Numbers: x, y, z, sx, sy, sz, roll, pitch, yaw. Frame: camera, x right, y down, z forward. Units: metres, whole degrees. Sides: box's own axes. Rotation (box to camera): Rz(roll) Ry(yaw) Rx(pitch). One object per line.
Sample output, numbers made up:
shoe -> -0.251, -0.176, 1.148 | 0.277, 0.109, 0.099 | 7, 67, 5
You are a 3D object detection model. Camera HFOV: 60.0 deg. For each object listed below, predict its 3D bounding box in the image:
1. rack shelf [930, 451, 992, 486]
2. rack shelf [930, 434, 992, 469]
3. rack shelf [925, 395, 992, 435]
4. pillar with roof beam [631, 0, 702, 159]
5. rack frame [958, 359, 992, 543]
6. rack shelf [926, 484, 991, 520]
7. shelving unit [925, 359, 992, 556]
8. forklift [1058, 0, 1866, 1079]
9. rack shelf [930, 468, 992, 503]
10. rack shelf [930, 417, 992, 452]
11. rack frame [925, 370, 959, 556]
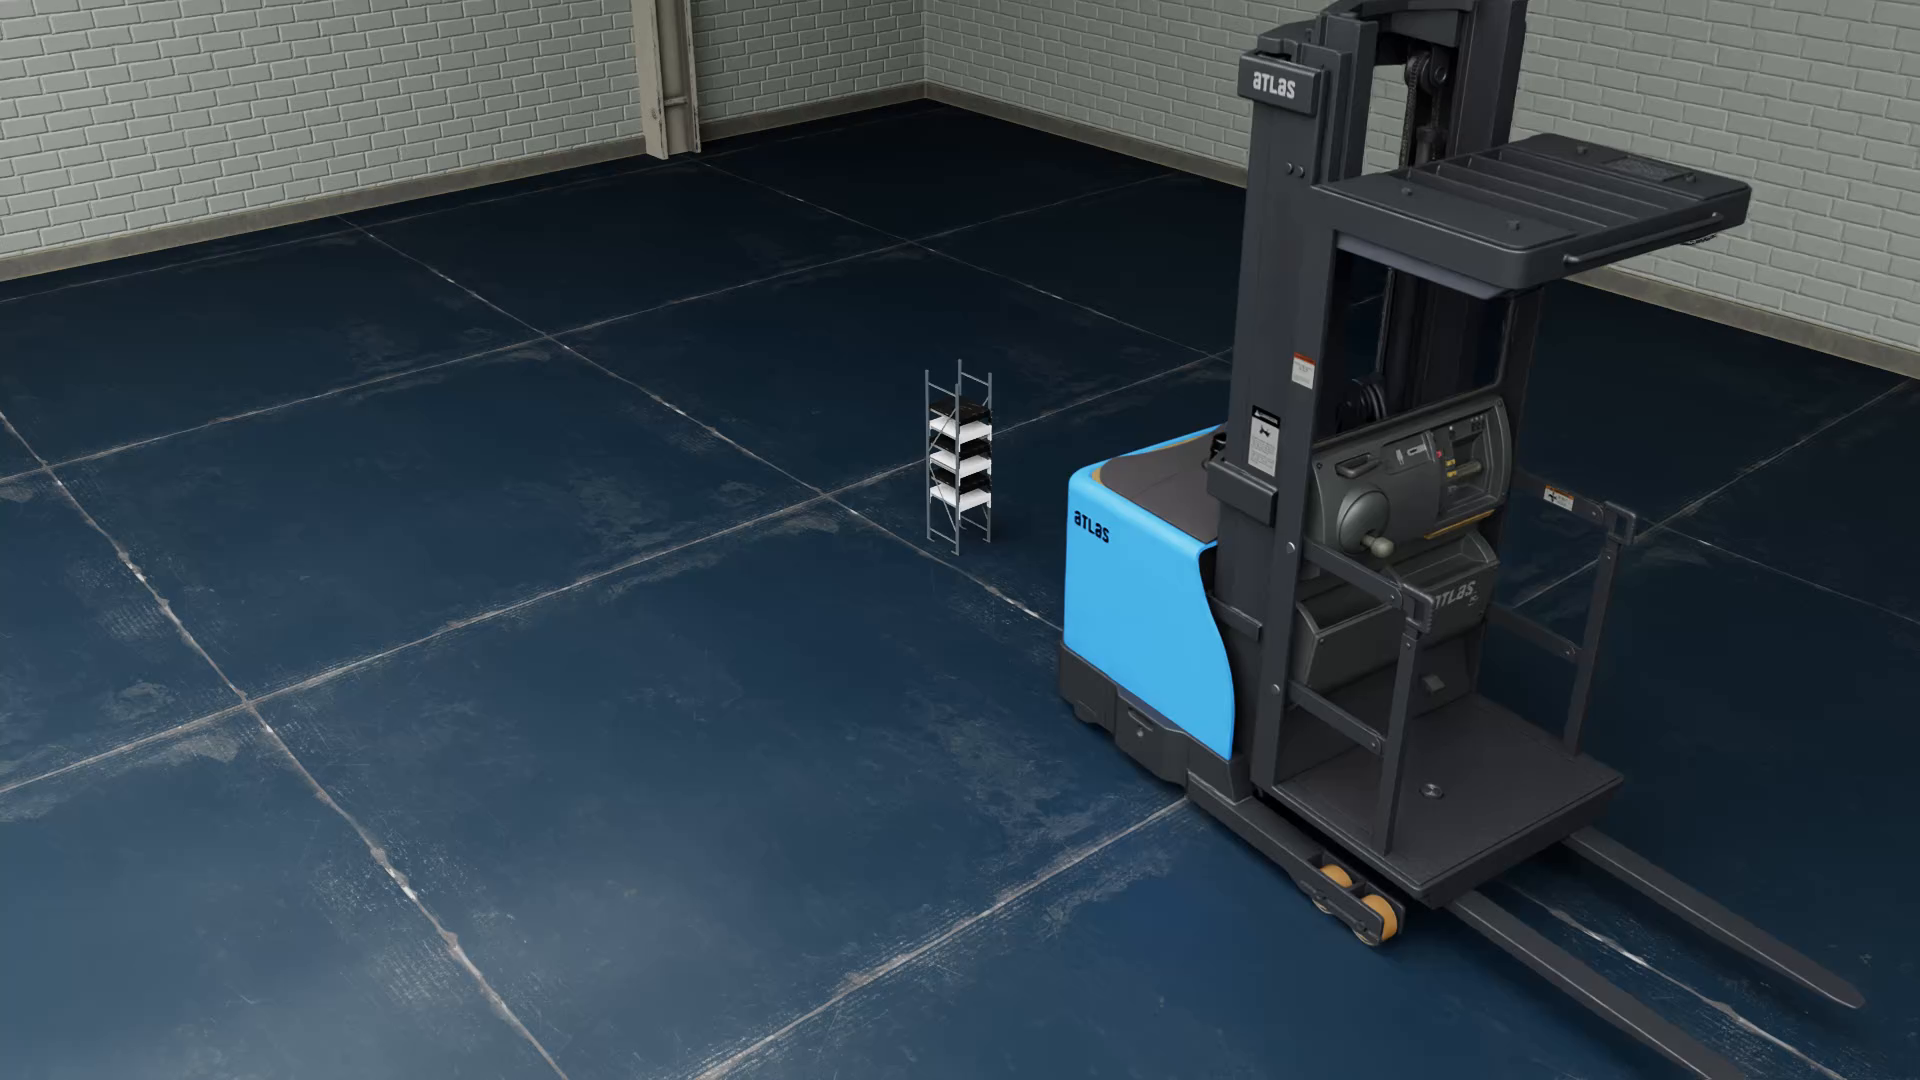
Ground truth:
rack shelf -> -0.006, -0.365, 8.049 | 0.200, 0.077, 0.258 | -22, 35, -35
rack shelf -> -0.006, -0.444, 8.007 | 0.200, 0.077, 0.258 | -22, 35, -35
rack shelf -> -0.006, -0.603, 7.922 | 0.200, 0.077, 0.258 | -22, 35, -35
pillar with roof beam -> 0.270, -5.841, 9.633 | 0.400, 9.000, 9.100 | -22, 35, -35
rack frame -> 0.071, -0.426, 8.091 | 0.006, 0.900, 0.240 | -22, 35, -35
rack shelf -> -0.006, -0.206, 8.134 | 0.200, 0.077, 0.258 | -22, 35, -35
shelving unit -> -0.006, -0.394, 8.033 | 0.210, 0.900, 0.258 | -22, 35, -35
forklift -> 1.658, -0.173, 5.464 | 1.130, 2.935, 3.031 | -18, 33, -30
rack shelf -> -0.006, -0.286, 8.091 | 0.200, 0.077, 0.258 | -22, 35, -35
rack shelf -> -0.006, -0.524, 7.964 | 0.200, 0.077, 0.258 | -22, 35, -35
rack frame -> -0.084, -0.363, 7.975 | 0.006, 0.900, 0.240 | -22, 35, -35
